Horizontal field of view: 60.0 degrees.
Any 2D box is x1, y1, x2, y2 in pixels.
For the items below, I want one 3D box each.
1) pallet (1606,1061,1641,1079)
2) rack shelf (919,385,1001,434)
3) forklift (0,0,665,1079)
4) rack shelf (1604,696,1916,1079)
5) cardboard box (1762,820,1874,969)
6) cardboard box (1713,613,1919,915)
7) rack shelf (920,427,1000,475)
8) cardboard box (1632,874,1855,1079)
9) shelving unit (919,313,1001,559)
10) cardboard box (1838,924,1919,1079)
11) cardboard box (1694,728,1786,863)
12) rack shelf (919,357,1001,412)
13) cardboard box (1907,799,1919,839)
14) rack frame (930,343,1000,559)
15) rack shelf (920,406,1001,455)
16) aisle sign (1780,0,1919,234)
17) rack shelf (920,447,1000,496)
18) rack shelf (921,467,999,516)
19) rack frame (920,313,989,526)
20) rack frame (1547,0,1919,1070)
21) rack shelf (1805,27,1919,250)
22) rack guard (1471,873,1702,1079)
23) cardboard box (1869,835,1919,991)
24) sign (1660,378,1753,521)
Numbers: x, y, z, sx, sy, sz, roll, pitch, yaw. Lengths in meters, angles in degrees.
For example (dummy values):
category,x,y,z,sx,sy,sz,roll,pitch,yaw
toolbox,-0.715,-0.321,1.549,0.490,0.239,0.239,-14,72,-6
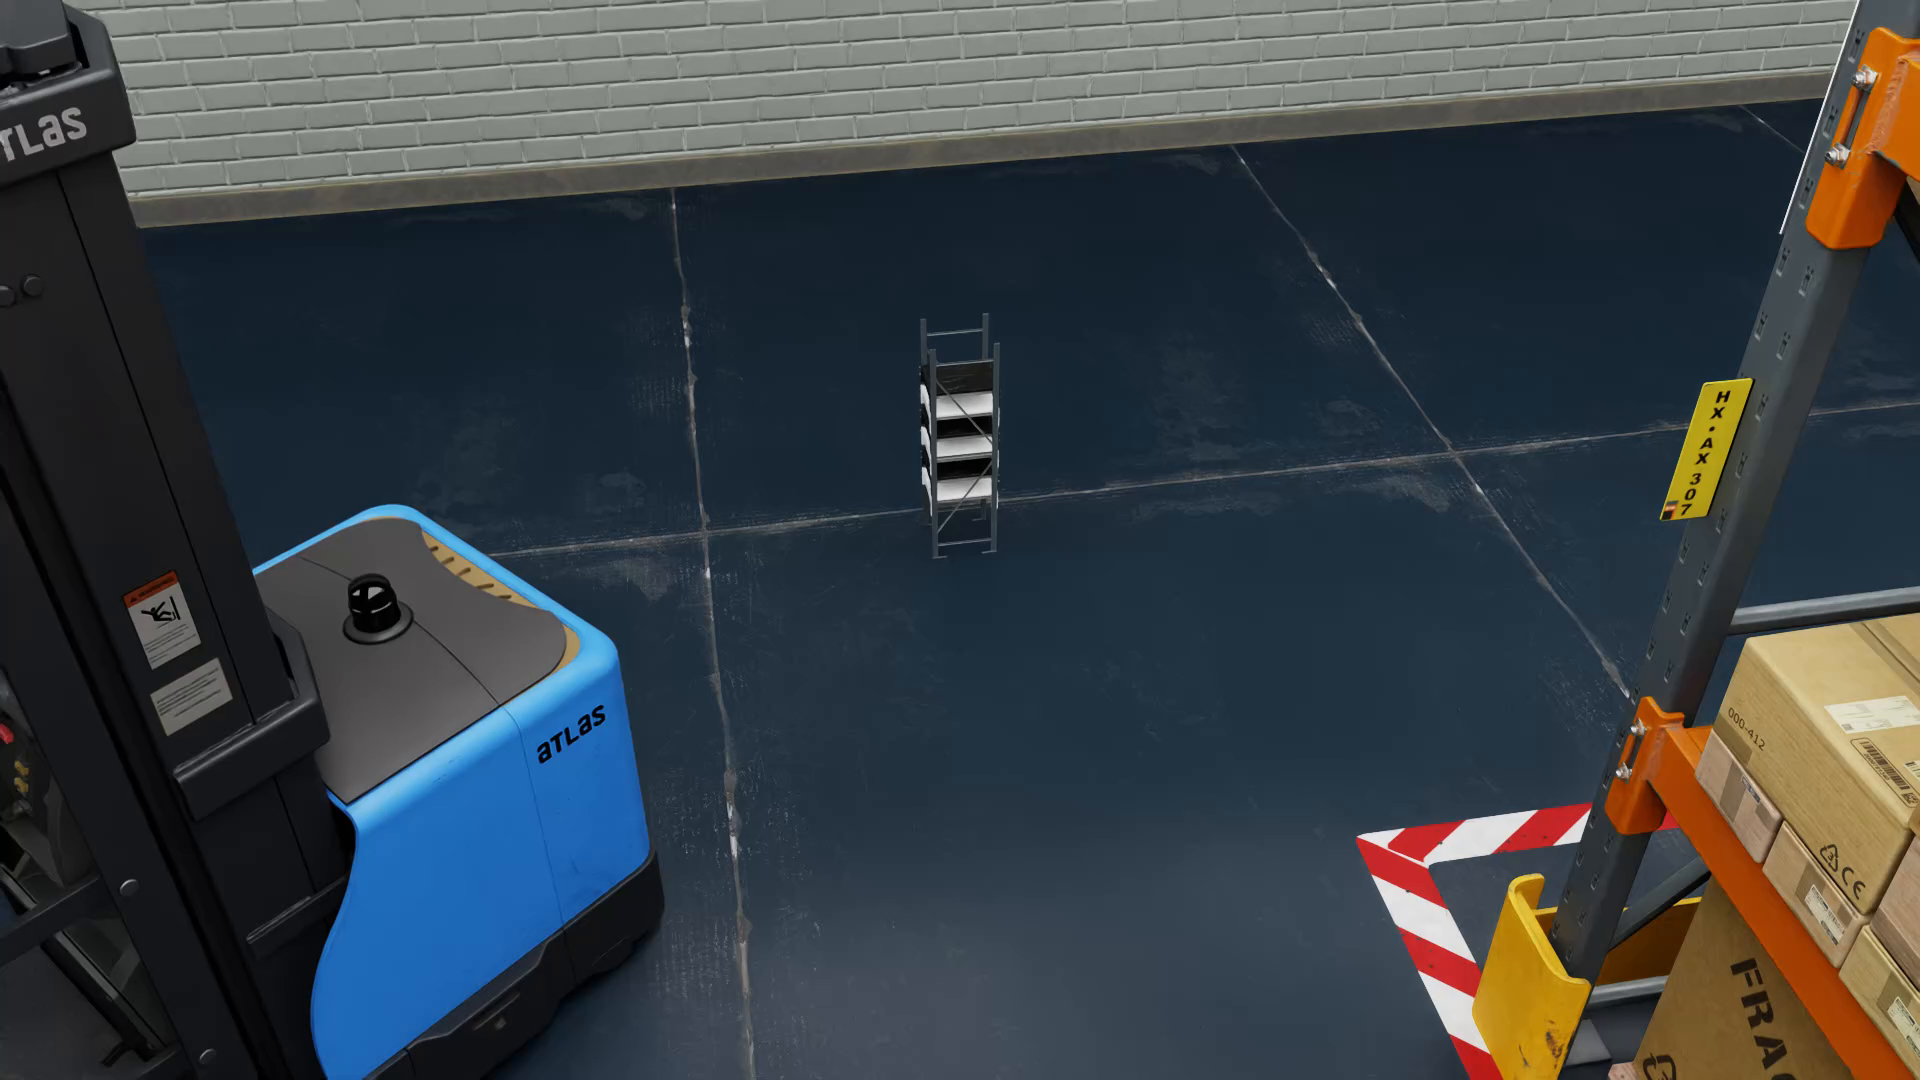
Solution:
category,x,y,z,sx,sy,sz,roll,pitch,yaw
pallet,2.224,1.720,3.865,1.003,0.211,1.213,-6,38,-8
rack shelf,-0.001,-0.476,5.890,0.258,0.077,0.200,-6,38,-8
forklift,-2.188,0.444,3.290,1.130,2.935,3.031,28,46,31
rack shelf,2.358,1.636,2.286,1.077,0.370,4.000,-6,38,-8
cardboard box,1.791,0.648,3.176,0.380,0.149,0.250,-7,38,-9
cardboard box,1.825,0.405,3.164,0.500,0.250,0.500,-7,38,-9
rack shelf,-0.001,-0.334,6.001,0.258,0.077,0.200,-6,38,-8
cardboard box,2.198,1.195,3.656,0.875,0.875,0.875,-6,38,-8
shelving unit,-0.001,-0.360,5.980,0.258,0.900,0.210,-6,38,-8
cardboard box,1.836,0.802,2.977,0.380,0.149,0.250,-7,38,-9
cardboard box,1.744,0.493,3.375,0.380,0.149,0.250,-6,38,-7
rack shelf,-0.001,-0.547,5.835,0.258,0.077,0.200,-6,38,-8
cardboard box,1.913,0.410,2.545,0.500,0.500,0.500,-7,38,-9
rack frame,0.016,-0.299,5.901,0.240,0.900,0.006,-6,38,-8
rack shelf,-0.001,-0.405,5.945,0.258,0.077,0.200,-6,38,-8
aisle sign,1.699,-0.894,2.837,0.394,0.787,0.004,-6,38,-8
rack shelf,-0.001,-0.263,6.056,0.258,0.077,0.200,-6,38,-8
rack shelf,-0.001,-0.192,6.111,0.258,0.077,0.200,-6,38,-8
rack frame,-0.019,-0.422,6.059,0.240,0.900,0.006,-6,38,-8
rack frame,2.007,0.144,3.620,1.000,3.000,0.127,-6,38,-8
rack shelf,2.358,0.451,1.365,1.077,0.370,4.000,-6,38,-8
rack guard,2.003,1.117,4.405,1.175,0.500,0.348,-6,38,-8
cardboard box,1.923,0.718,2.761,0.500,0.250,0.500,-7,38,-9
sign,1.459,-0.173,3.258,0.100,0.325,0.005,-6,38,-8
